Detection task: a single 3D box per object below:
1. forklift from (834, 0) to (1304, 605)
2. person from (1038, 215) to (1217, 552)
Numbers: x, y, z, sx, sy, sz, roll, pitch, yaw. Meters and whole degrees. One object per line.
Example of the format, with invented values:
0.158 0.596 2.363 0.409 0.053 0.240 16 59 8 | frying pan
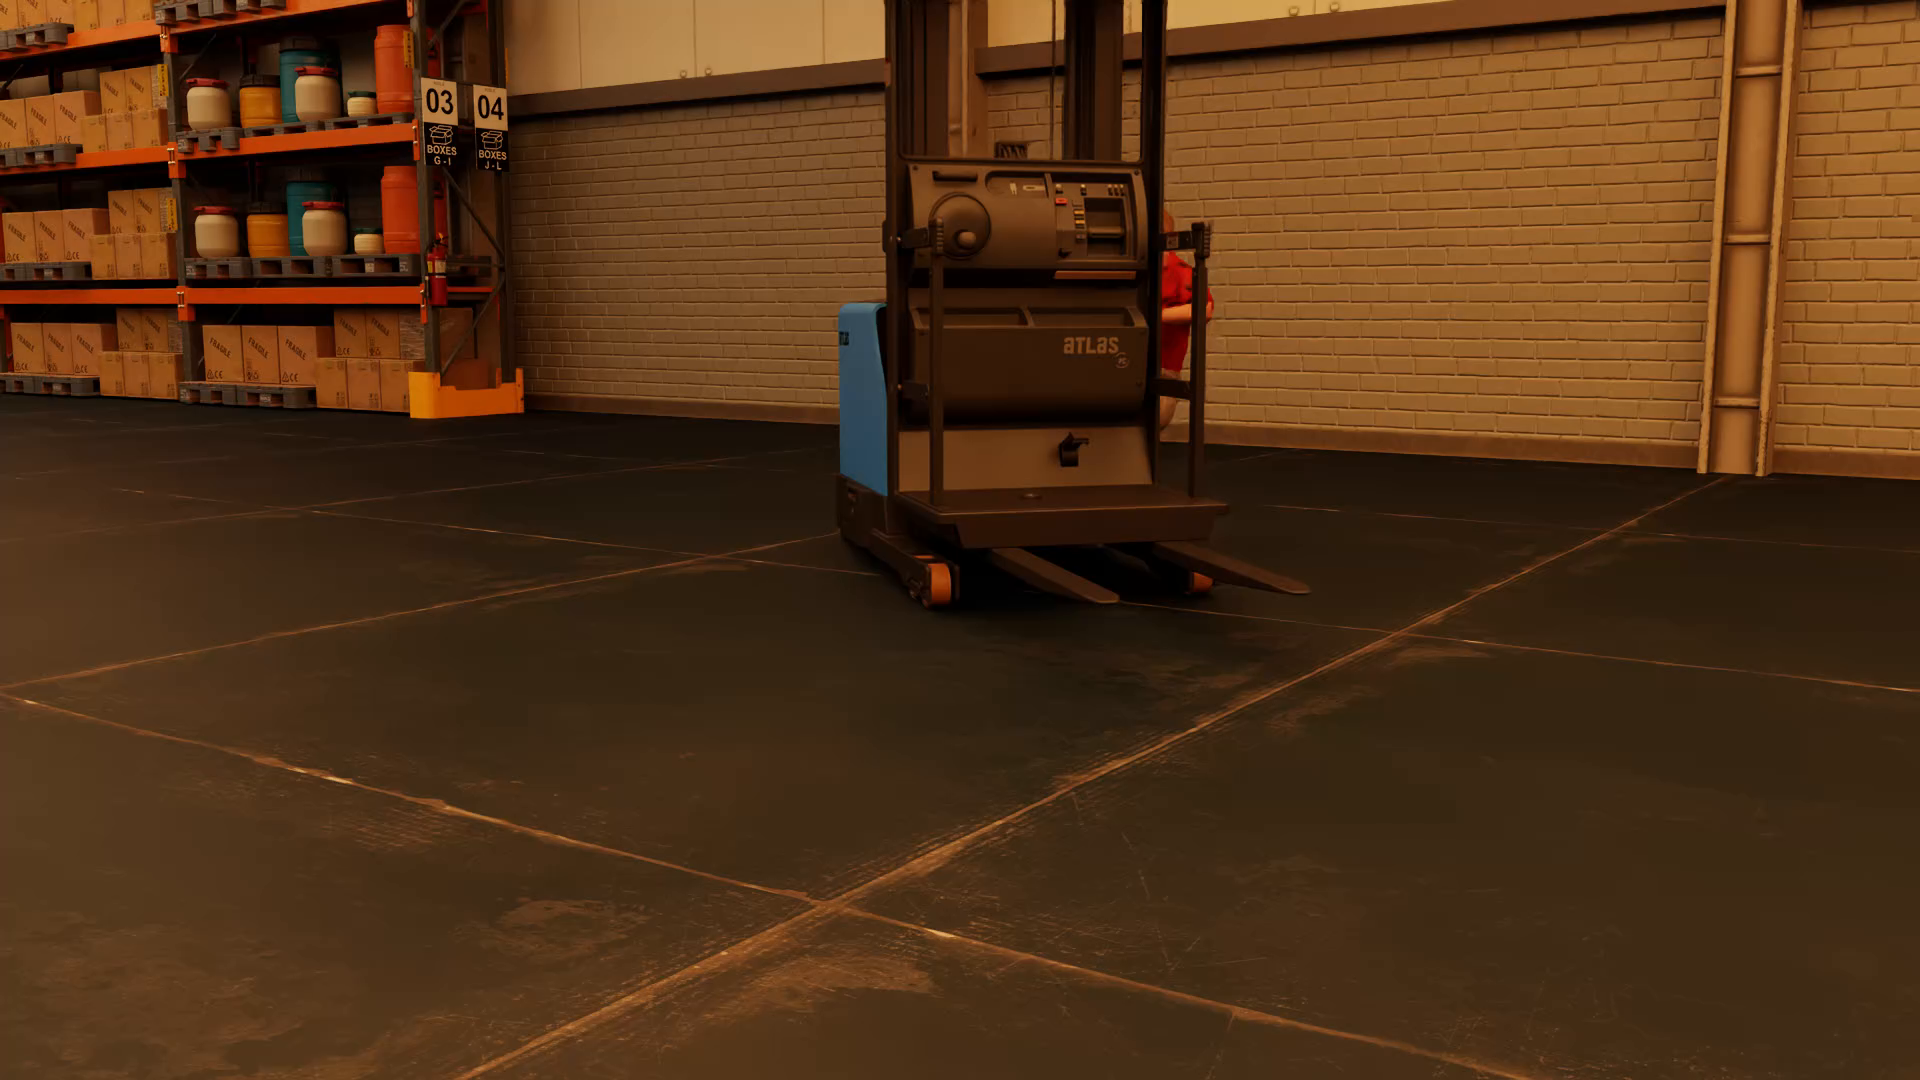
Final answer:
0.310 -1.276 6.166 1.130 2.935 3.031 -2 8 -15 | forklift
0.665 -0.682 7.316 0.820 1.531 0.843 6 10 36 | person
